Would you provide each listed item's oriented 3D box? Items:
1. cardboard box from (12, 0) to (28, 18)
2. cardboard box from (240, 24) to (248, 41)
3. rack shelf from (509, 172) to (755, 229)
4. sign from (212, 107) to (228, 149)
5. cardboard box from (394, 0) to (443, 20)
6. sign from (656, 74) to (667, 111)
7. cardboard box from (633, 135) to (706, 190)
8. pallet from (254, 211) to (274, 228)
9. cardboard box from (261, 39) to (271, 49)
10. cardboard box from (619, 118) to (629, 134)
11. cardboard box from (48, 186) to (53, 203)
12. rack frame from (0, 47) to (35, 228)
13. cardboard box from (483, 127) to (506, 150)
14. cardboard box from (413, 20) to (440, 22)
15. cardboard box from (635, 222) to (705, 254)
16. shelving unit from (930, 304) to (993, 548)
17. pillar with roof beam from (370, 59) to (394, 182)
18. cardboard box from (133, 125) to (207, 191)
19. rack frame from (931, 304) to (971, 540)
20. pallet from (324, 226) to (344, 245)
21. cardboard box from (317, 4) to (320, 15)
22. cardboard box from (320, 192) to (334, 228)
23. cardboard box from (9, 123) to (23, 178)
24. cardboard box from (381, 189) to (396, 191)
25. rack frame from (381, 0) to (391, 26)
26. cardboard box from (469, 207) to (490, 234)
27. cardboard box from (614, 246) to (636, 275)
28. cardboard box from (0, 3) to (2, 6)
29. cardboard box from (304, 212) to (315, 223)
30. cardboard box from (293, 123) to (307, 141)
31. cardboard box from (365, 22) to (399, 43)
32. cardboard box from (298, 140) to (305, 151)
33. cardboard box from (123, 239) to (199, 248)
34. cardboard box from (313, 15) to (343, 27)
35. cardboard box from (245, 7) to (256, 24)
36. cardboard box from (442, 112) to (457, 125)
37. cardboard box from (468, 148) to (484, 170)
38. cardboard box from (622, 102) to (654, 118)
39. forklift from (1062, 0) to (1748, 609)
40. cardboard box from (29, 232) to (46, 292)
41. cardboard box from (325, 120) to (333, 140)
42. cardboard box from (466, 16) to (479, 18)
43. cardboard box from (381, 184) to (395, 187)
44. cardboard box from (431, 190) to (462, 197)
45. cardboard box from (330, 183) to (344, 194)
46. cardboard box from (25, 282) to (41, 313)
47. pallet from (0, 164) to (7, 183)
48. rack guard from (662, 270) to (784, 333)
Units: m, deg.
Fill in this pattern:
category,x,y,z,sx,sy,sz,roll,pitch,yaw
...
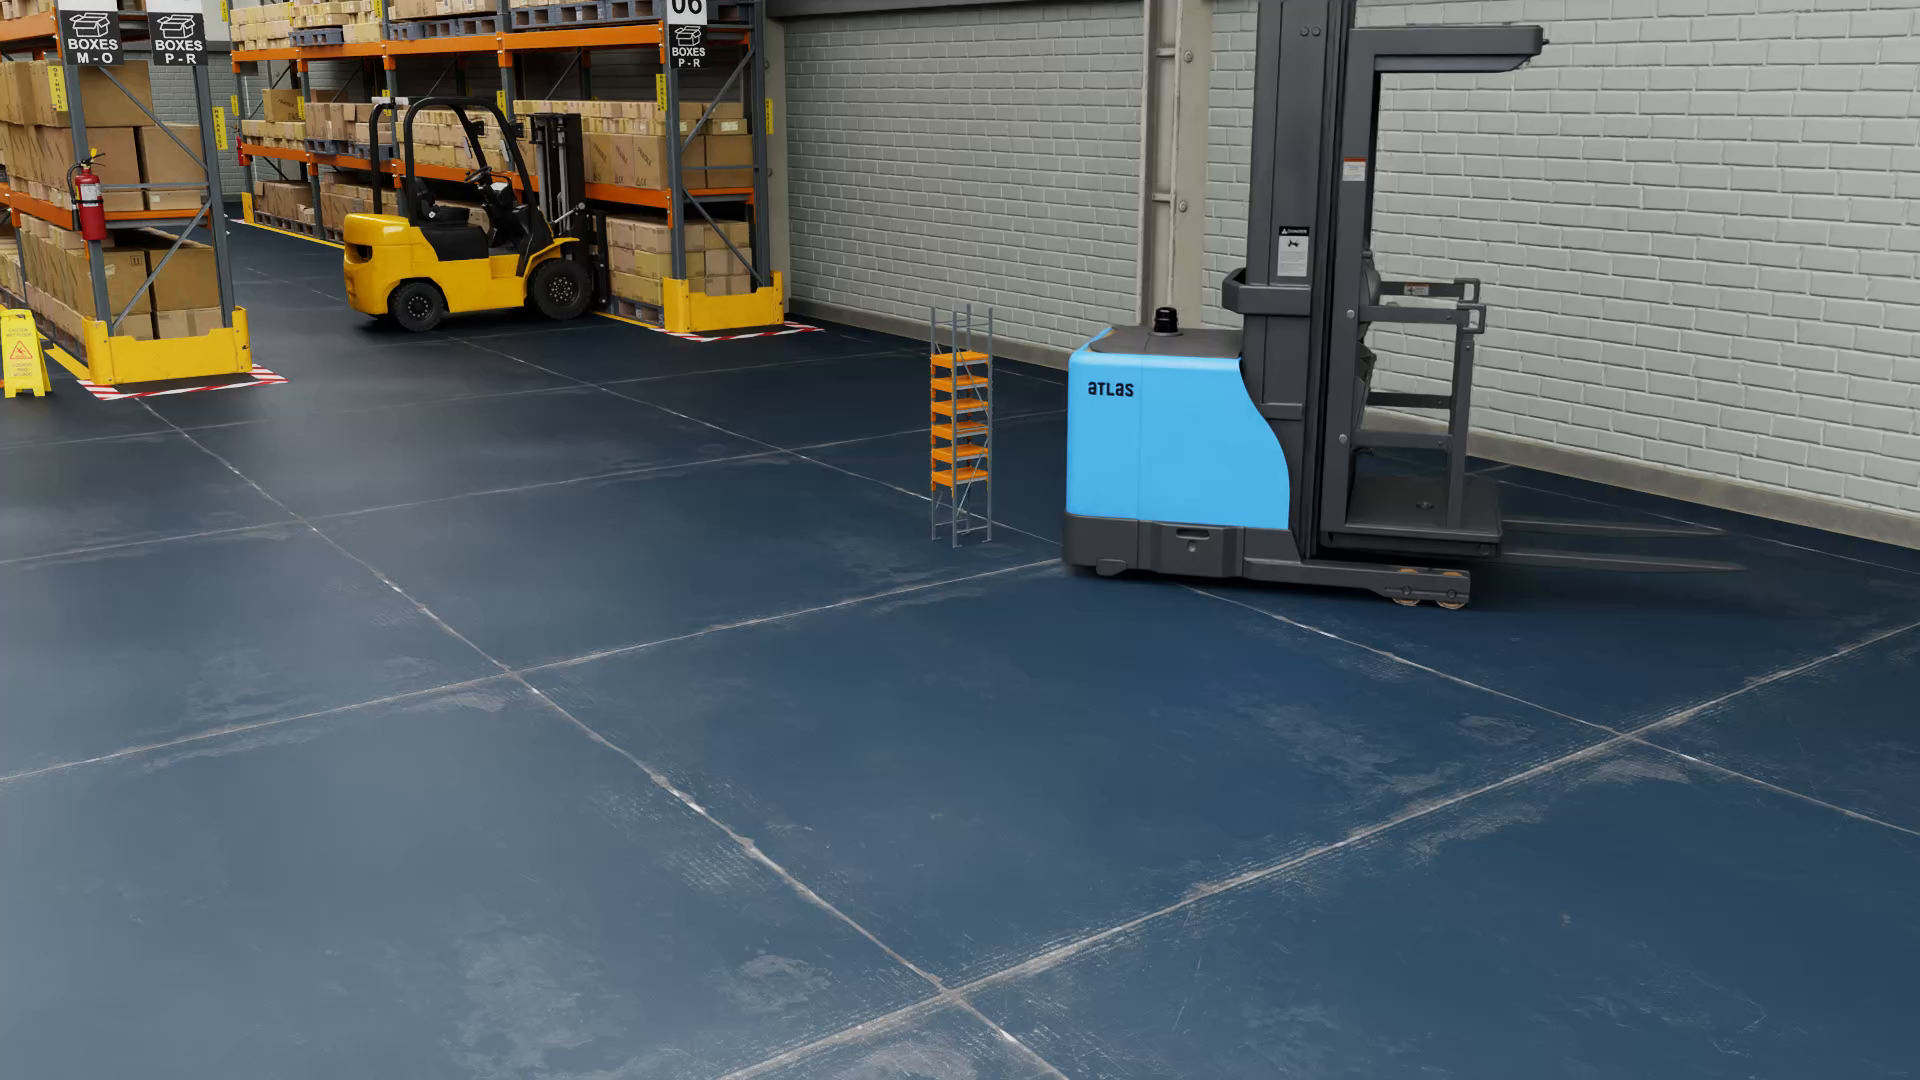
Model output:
category,x,y,z,sx,sy,sz,roll,pitch,yaw
cardboard box,-7.684,-4.438,13.902,0.380,0.149,0.250,-11,19,-35
cardboard box,-11.349,-8.222,26.972,0.500,0.250,0.500,-10,18,-33
rack shelf,-3.472,-3.610,17.446,1.077,0.370,4.000,-11,19,-35
sign,-5.870,-3.260,13.166,0.100,0.325,0.005,-11,19,-35
cardboard box,-6.771,-6.791,20.851,0.500,0.500,0.500,-11,19,-34
sign,-2.744,-4.121,15.309,0.100,0.325,0.005,-11,19,-35
cardboard box,-2.798,-3.642,16.012,0.500,0.500,0.500,-11,19,-36
pallet,-11.190,-5.415,27.961,1.003,0.211,1.213,-11,19,-35
cardboard box,-10.732,-7.773,26.087,0.380,0.149,0.250,-10,18,-33
cardboard box,-3.141,-4.091,16.422,0.380,0.149,0.250,-11,19,-35
cardboard box,-7.511,-2.946,14.134,0.380,0.149,0.250,-11,19,-35
rack frame,-11.013,-4.467,19.214,1.000,3.000,0.127,-11,19,-35
cardboard box,-5.144,-4.618,19.103,0.500,0.250,0.500,-11,19,-36
cardboard box,-7.022,-6.920,22.023,0.380,0.149,0.250,-11,19,-34
cardboard box,-2.819,-2.938,16.148,0.500,0.250,0.500,-10,18,-33
shelving unit,0.009,-0.576,8.406,0.258,1.200,0.189,-11,19,-35
pillar with roof beam,-12.515,-8.606,22.973,9.100,9.000,0.400,-11,19,-35
cardboard box,-6.363,-3.094,13.447,0.500,0.500,0.500,-11,19,-35
rack frame,-0.045,-0.595,8.478,0.240,1.200,0.006,-11,19,-35
pallet,-8.843,-4.579,24.907,1.003,0.211,1.213,-11,19,-35
cardboard box,-8.832,-7.477,23.458,0.380,0.149,0.250,-11,19,-34
cardboard box,-9.250,-4.951,24.922,0.500,0.500,0.500,-10,18,-32
cardboard box,-8.314,-3.563,15.161,0.500,0.500,0.500,-11,19,-35
cardboard box,-7.919,-4.794,23.120,0.380,0.149,0.250,-10,18,-33
rack frame,-7.000,-8.132,21.240,1.000,3.000,0.127,-11,19,-35
cardboard box,-5.414,-3.718,20.180,0.875,0.625,0.625,-11,19,-35
cardboard box,-3.122,-2.811,16.632,0.500,0.250,0.500,-11,19,-35
cardboard box,-8.313,-4.885,14.782,0.500,0.250,0.500,-11,19,-35
cardboard box,-9.917,-4.993,25.741,0.380,0.149,0.250,-12,19,-36
cardboard box,-9.849,-6.234,25.392,0.500,0.250,0.500,-10,18,-33
cardboard box,-7.498,-6.684,21.918,0.500,0.250,0.500,-12,19,-36
cardboard box,-9.915,-6.052,25.482,0.380,0.149,0.250,-10,18,-33
cardboard box,-6.885,-2.328,14.391,0.500,0.500,0.500,-12,19,-37
cardboard box,-8.896,-7.325,23.467,0.380,0.149,0.250,-11,19,-35
cardboard box,-11.056,-8.355,26.512,0.500,0.250,0.500,-11,19,-35
cardboard box,-6.023,-5.096,20.096,0.380,0.149,0.250,-11,19,-36
cardboard box,-5.456,-4.485,19.565,0.500,0.250,0.500,-11,19,-35
cardboard box,-3.110,-4.242,16.412,0.380,0.149,0.250,-11,19,-34
forklift,2.066,-1.260,7.626,3.031,2.935,1.130,4,16,15
cardboard box,-8.208,-2.570,15.277,0.500,0.500,0.500,-10,18,-32
cardboard box,-8.846,-5.874,23.813,0.396,0.266,0.258,-10,18,-32
cardboard box,-5.859,-6.505,20.438,0.380,0.166,0.250,-11,19,-35
cardboard box,-8.303,-5.144,24.401,0.380,0.149,0.250,-10,18,-33
cardboard box,-7.055,-4.707,22.804,0.380,0.149,0.250,-10,18,-32
cardboard box,-9.131,-5.237,24.738,0.380,0.149,0.250,-11,19,-36
cardboard box,-8.533,-2.321,15.787,0.500,0.250,0.500,-12,19,-37
pallet,-9.816,-3.958,17.718,1.003,0.211,1.213,-11,19,-35
rack guard,-2.282,-2.319,16.101,1.175,0.500,0.348,-11,19,-35
